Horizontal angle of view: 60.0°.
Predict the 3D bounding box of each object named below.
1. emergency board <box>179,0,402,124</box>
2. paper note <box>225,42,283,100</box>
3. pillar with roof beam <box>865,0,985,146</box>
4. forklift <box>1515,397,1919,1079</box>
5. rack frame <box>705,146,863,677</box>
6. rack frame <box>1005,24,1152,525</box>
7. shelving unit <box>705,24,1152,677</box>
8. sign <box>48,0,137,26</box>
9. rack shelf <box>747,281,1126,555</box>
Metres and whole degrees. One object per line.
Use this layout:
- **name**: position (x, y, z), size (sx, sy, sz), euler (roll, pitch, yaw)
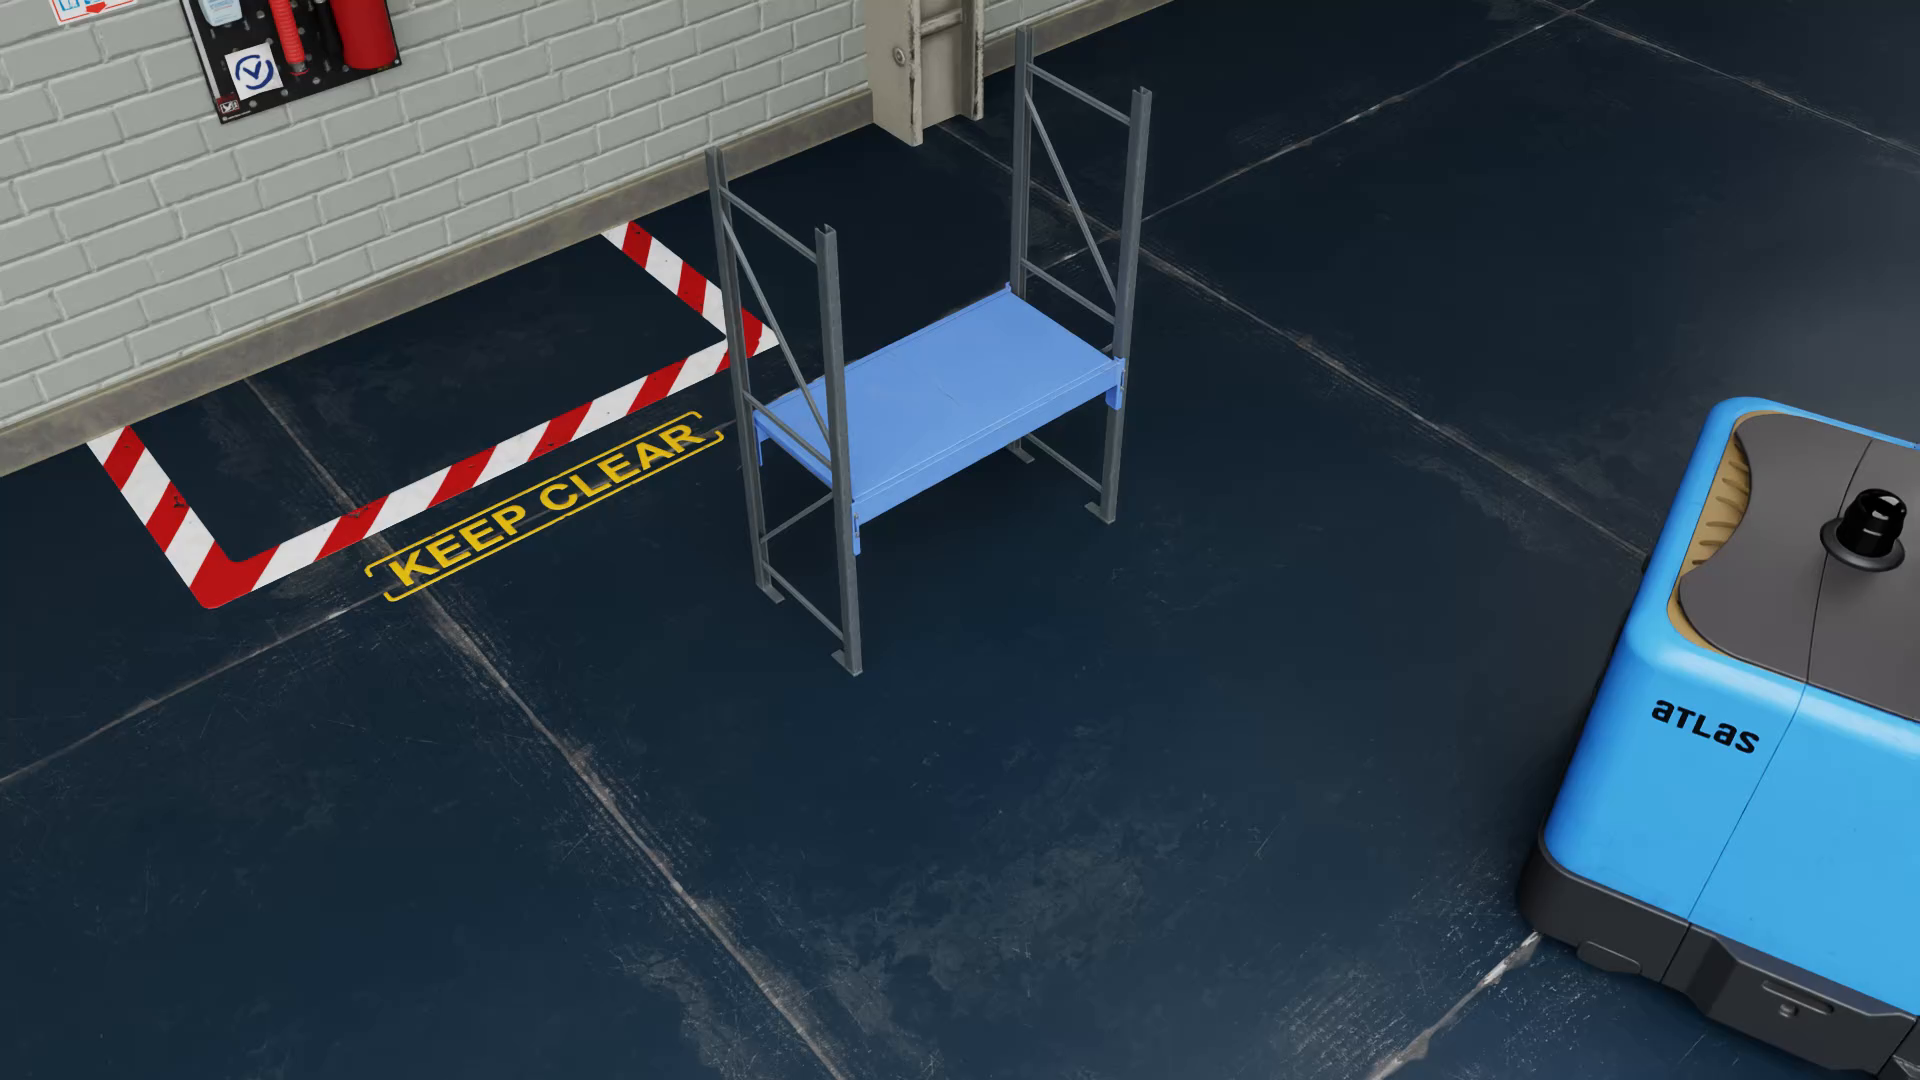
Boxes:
- **emergency board**: position (-2.065, -1.854, 5.033), size (0.643, 1.169, 0.194), euler (-30, 51, -28)
- **paper note**: position (-2.245, -1.491, 5.290), size (0.142, 0.148, 0.016), euler (-30, 51, -28)
- **pillar with roof beam**: position (2.618, -2.846, 1.707), size (0.400, 9.000, 9.100), euler (-30, 51, -28)
- **forklift**: position (2.932, 0.129, 2.972), size (3.031, 2.935, 1.130), euler (22, 47, 21)
- **rack frame**: position (-0.455, -0.286, 4.459), size (0.032, 1.500, 0.500), euler (-30, 51, -28)
- **rack frame**: position (0.325, -0.733, 4.934), size (0.032, 1.500, 0.500), euler (-30, 51, -28)
- **shelving unit**: position (-0.065, -0.509, 4.697), size (1.048, 1.500, 0.538), euler (-30, 51, -28)
- **sign**: position (-2.555, -1.678, 4.820), size (0.234, 0.329, 0.001), euler (-30, 51, -28)
- **rack shelf**: position (-0.065, -0.378, 4.820), size (1.000, 0.185, 0.538), euler (-30, 51, -28)
